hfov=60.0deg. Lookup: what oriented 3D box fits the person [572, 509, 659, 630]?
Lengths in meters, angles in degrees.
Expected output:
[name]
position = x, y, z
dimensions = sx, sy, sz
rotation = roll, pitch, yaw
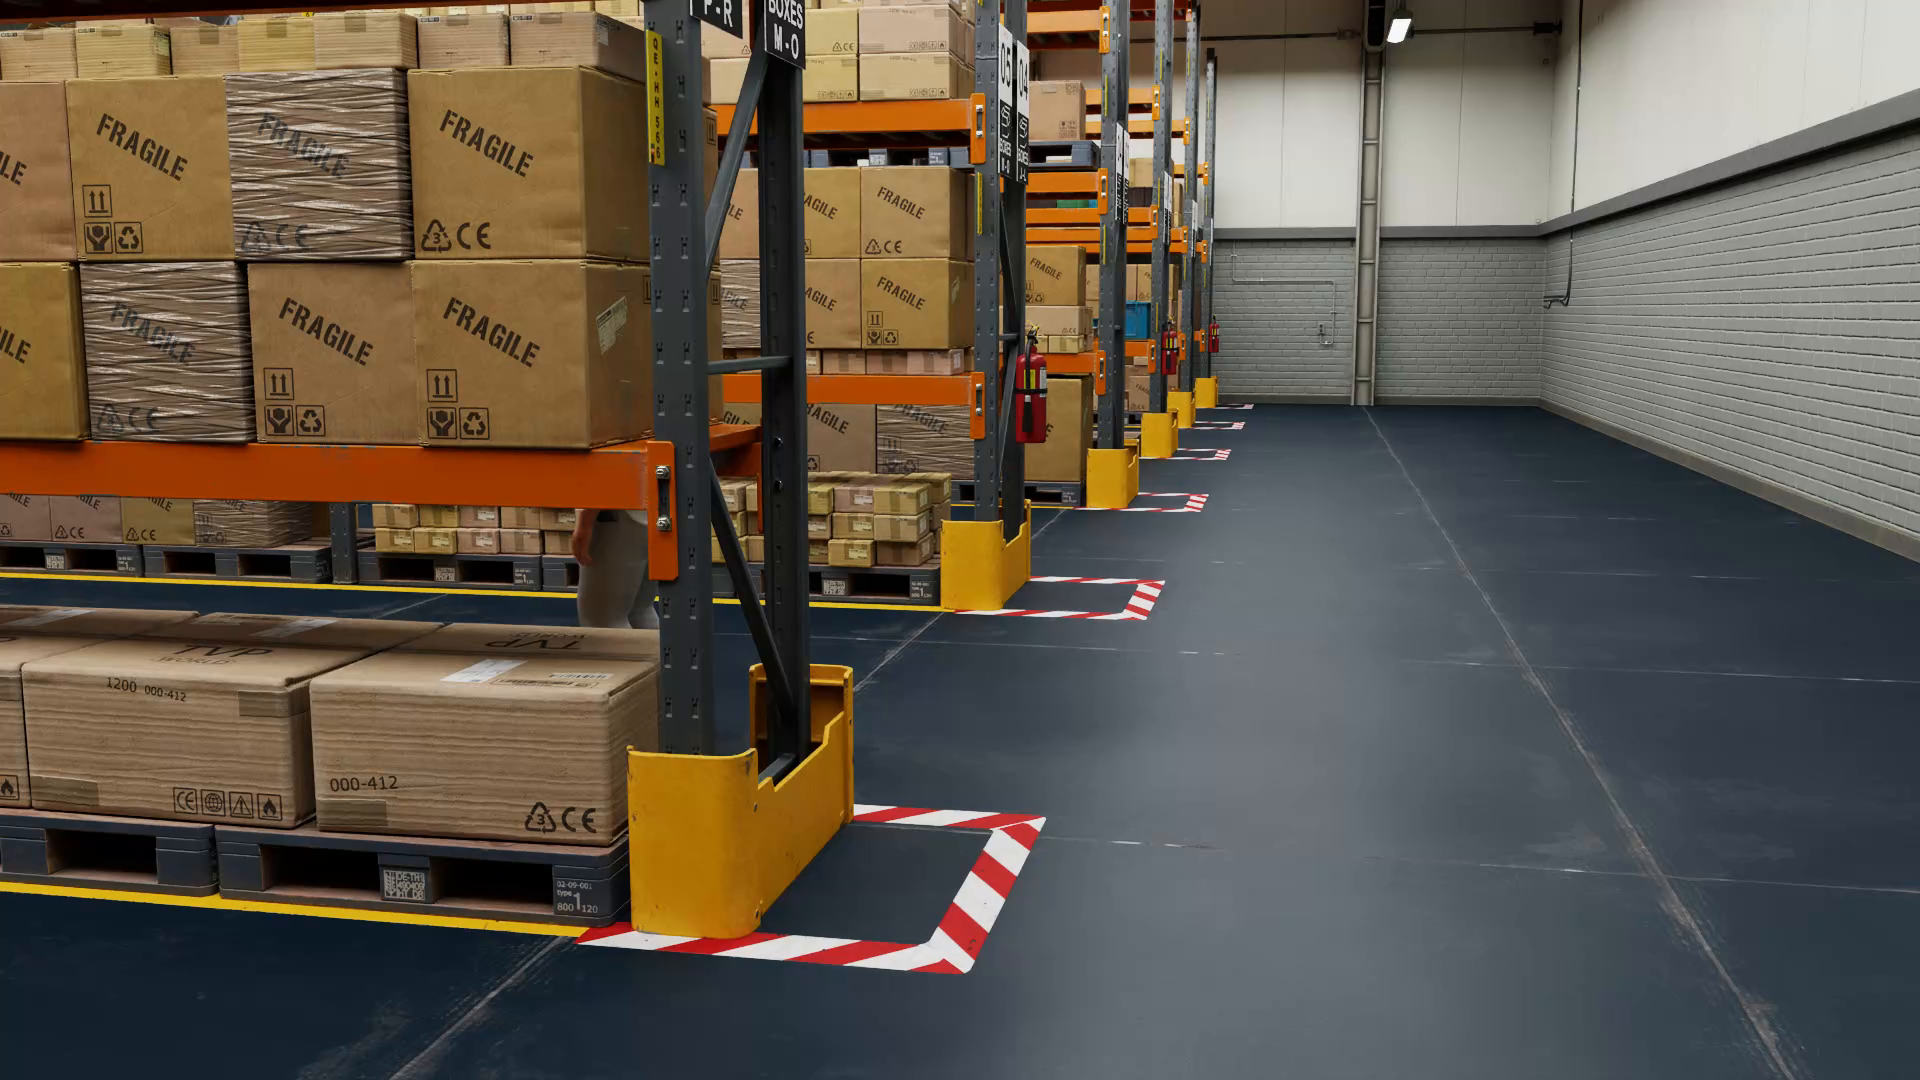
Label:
[person]
position = -1.296, -0.086, 6.405
dimensions = 0.439, 1.747, 0.585
rotation = 2, 8, 11
